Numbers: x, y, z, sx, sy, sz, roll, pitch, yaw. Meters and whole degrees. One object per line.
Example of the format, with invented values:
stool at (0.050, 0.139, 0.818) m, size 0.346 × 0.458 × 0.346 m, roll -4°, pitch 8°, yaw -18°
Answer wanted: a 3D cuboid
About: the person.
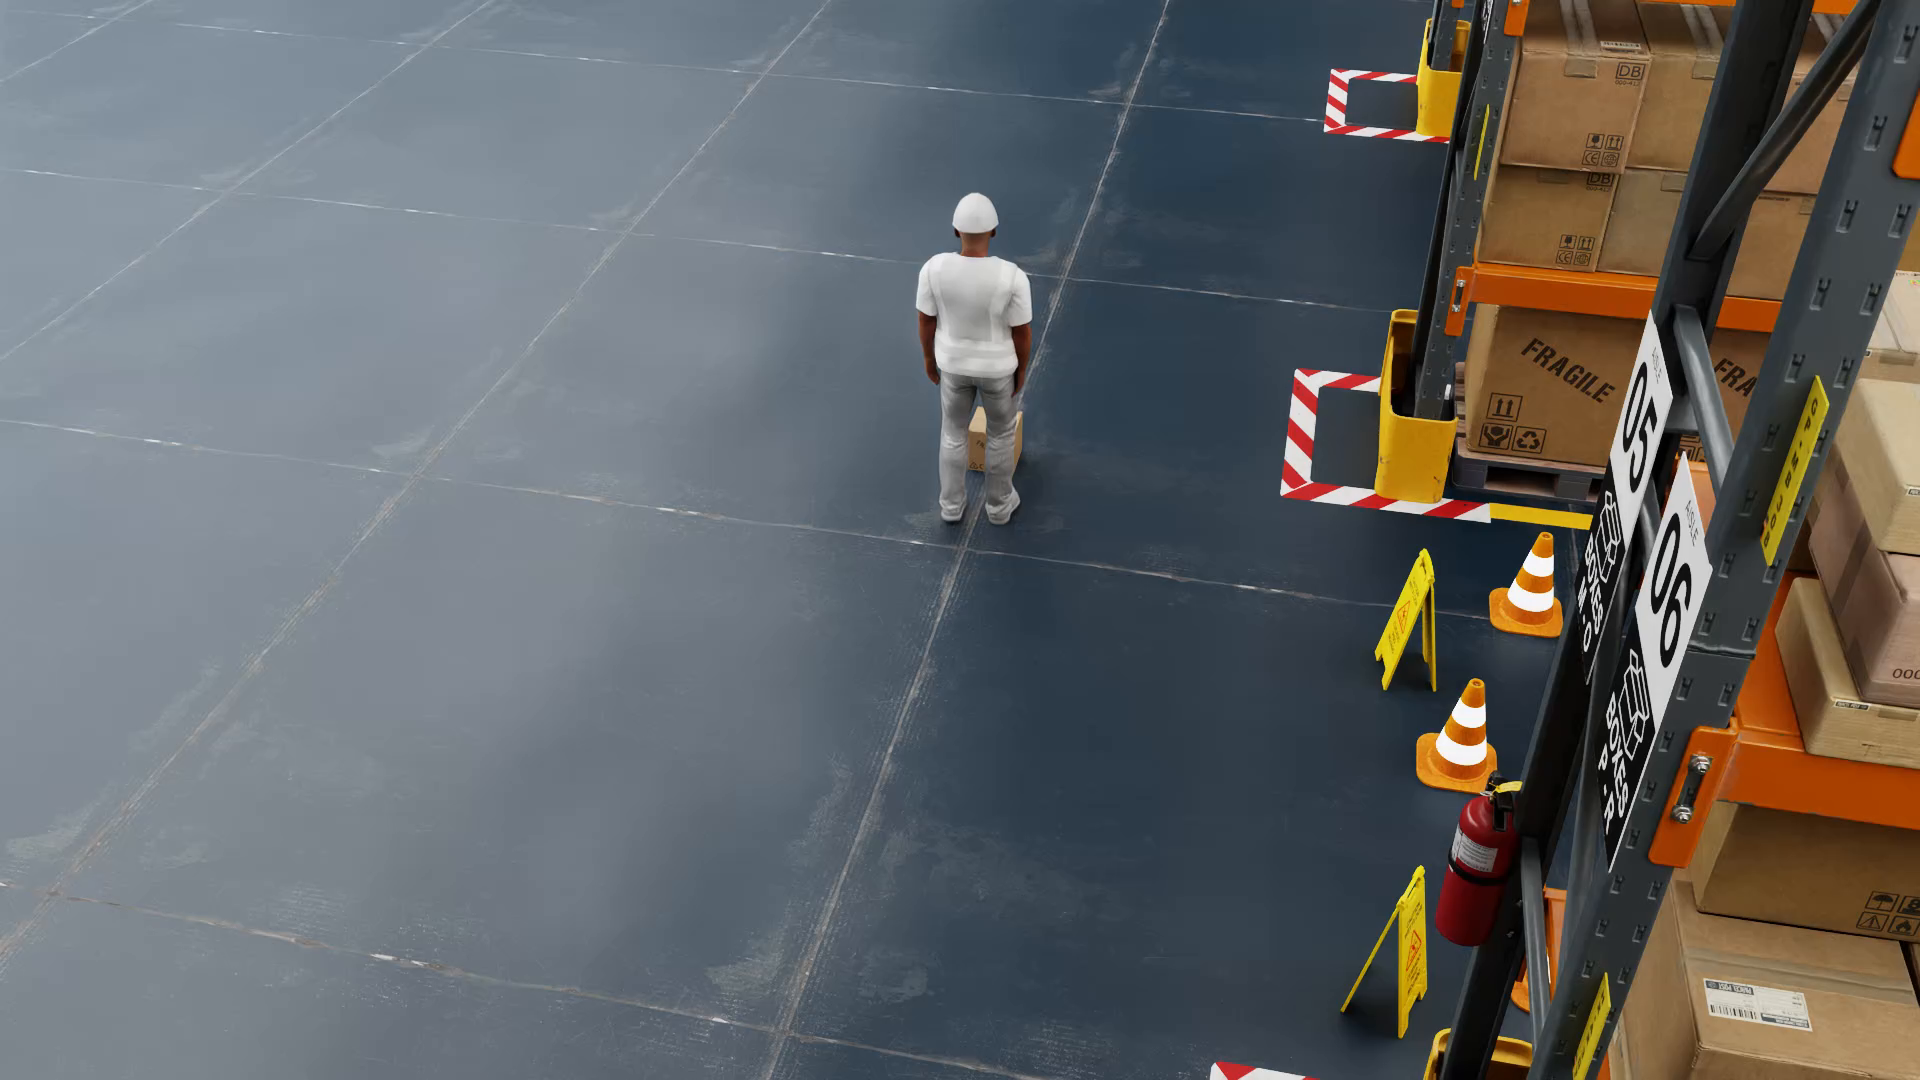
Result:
person at (0.076, -0.864, 8.133) m, size 0.564 × 1.775 × 0.366 m, roll 8°, pitch 37°, yaw 11°
